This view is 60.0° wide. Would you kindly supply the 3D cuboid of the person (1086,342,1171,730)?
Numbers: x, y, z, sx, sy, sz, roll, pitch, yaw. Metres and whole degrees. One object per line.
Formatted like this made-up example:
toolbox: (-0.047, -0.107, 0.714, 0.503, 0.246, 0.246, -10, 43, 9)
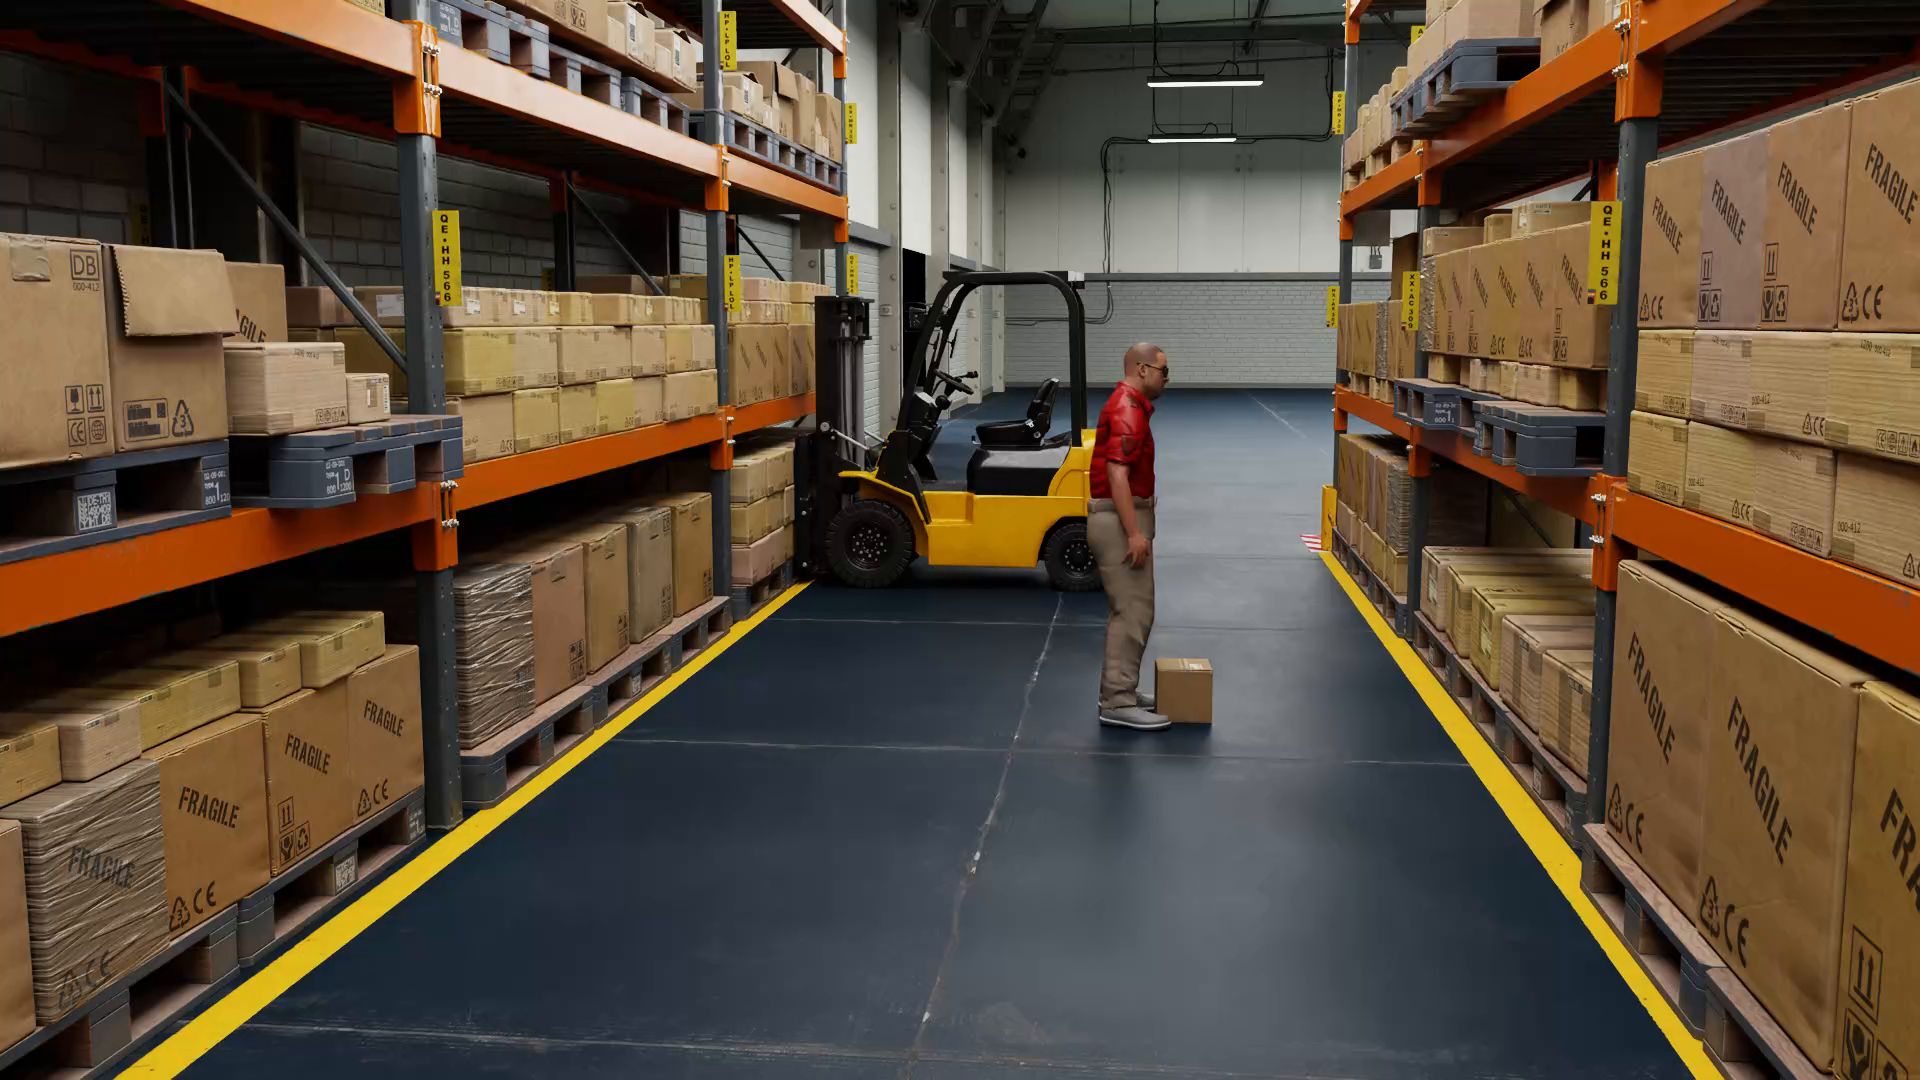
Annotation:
person: (0.776, -0.037, 7.623, 0.391, 1.726, 0.584, 1, 8, 5)
